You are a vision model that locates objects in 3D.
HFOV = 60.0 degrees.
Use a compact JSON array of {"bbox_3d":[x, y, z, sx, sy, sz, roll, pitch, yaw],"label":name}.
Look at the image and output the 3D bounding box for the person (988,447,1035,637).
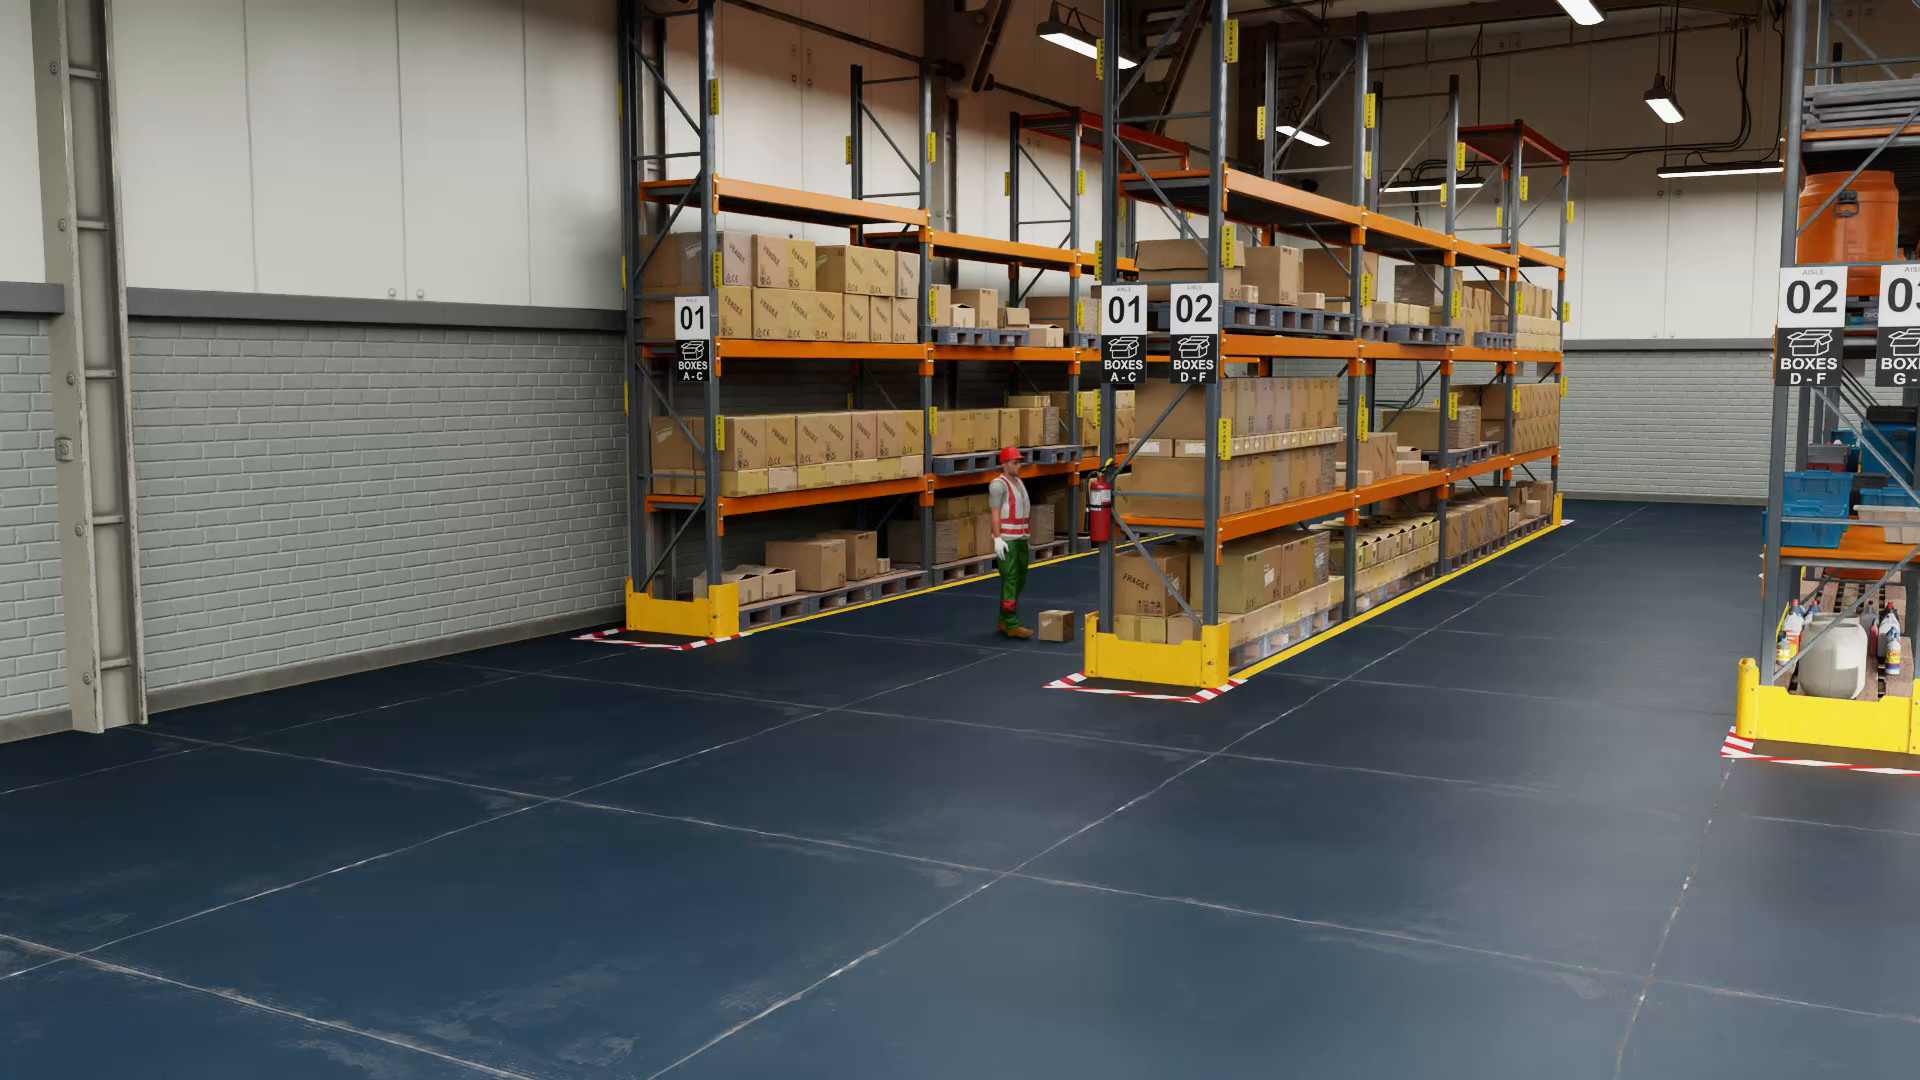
[{"bbox_3d":[0.504,0.015,15.776,0.579,1.800,0.569,4,7,34],"label":"person"}]
